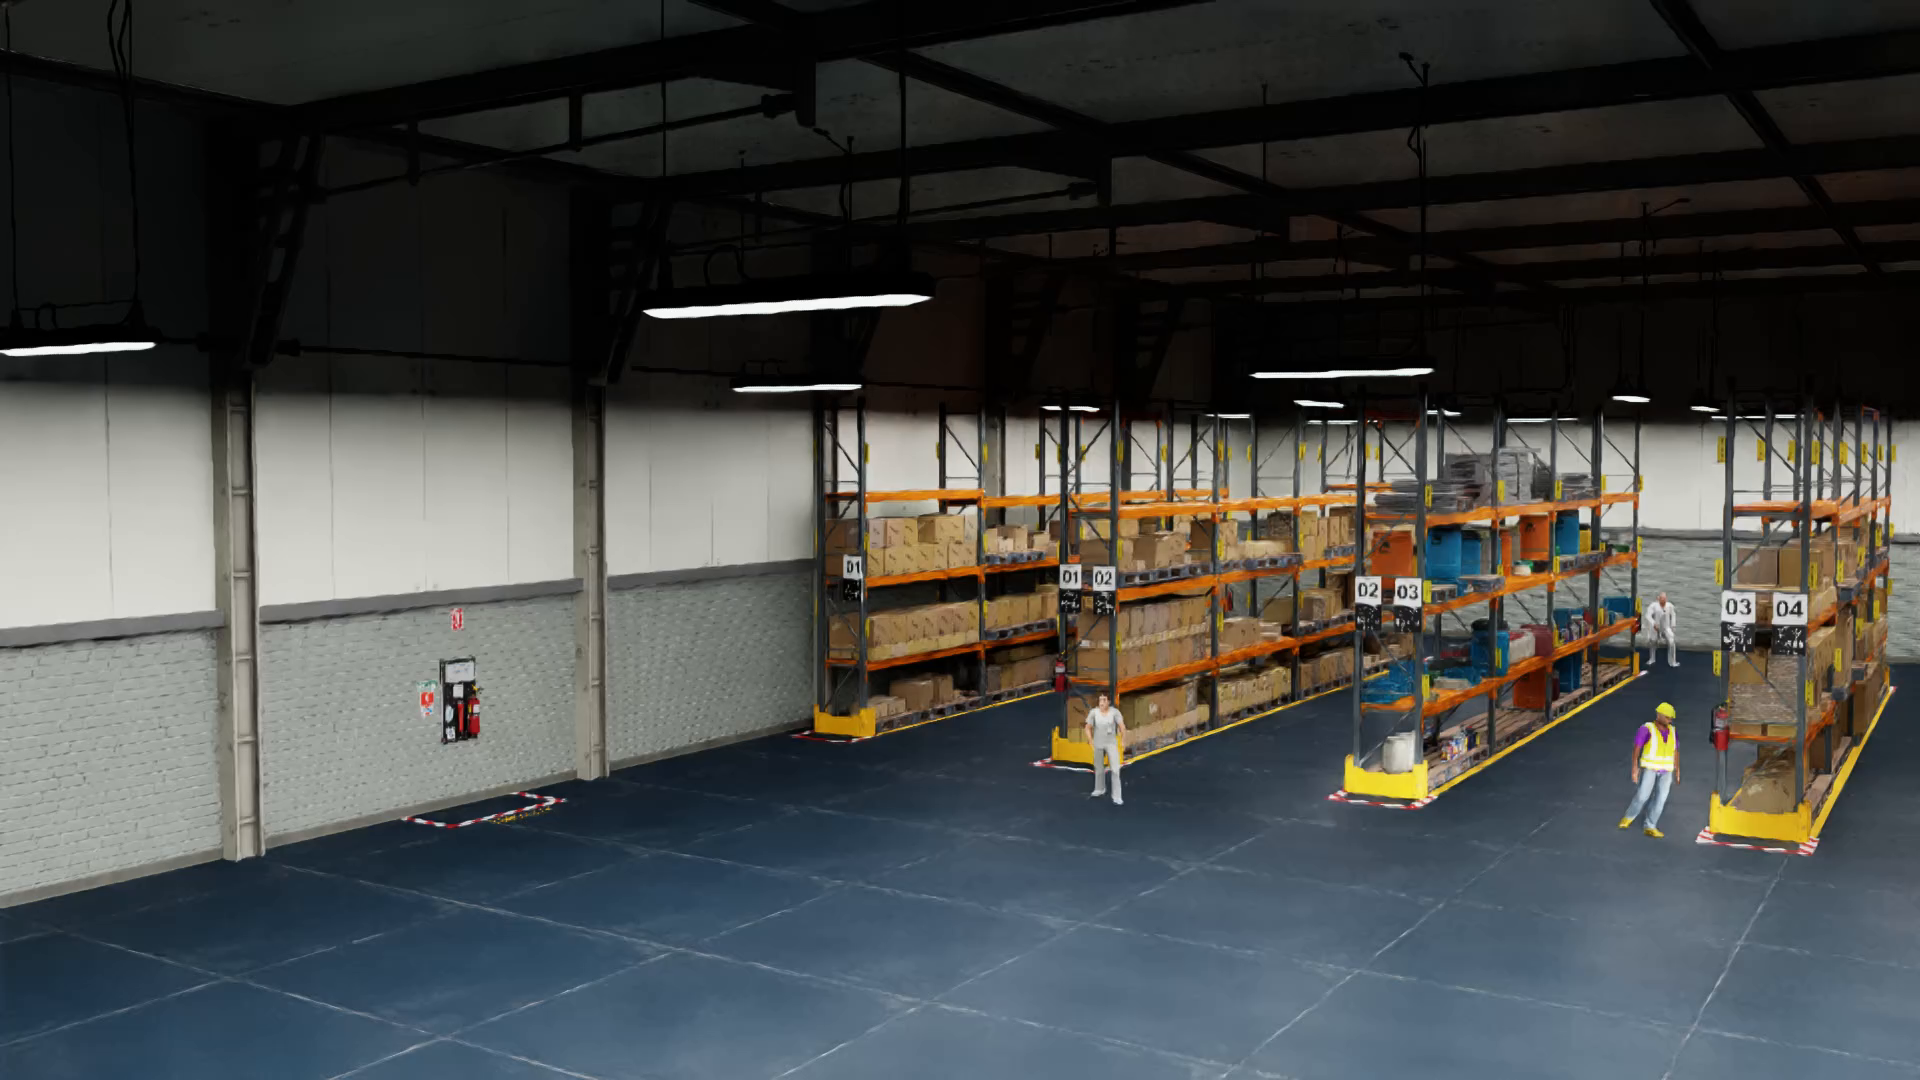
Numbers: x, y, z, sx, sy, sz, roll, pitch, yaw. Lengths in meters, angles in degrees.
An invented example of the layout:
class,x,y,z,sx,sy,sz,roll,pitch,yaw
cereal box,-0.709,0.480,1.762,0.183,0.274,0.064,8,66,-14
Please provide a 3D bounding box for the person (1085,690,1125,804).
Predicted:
class,x,y,z,sx,sy,sz,roll,pitch,yaw
person,2.114,2.935,23.867,0.609,1.601,0.817,1,3,15

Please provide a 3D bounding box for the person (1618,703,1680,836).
class,x,y,z,sx,sy,sz,roll,pitch,yaw
person,9.037,2.988,21.767,0.744,1.751,0.539,0,3,-6

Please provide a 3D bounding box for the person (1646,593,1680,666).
class,x,y,z,sx,sy,sz,roll,pitch,yaw
person,16.465,2.087,39.038,0.734,1.719,0.869,1,3,14
